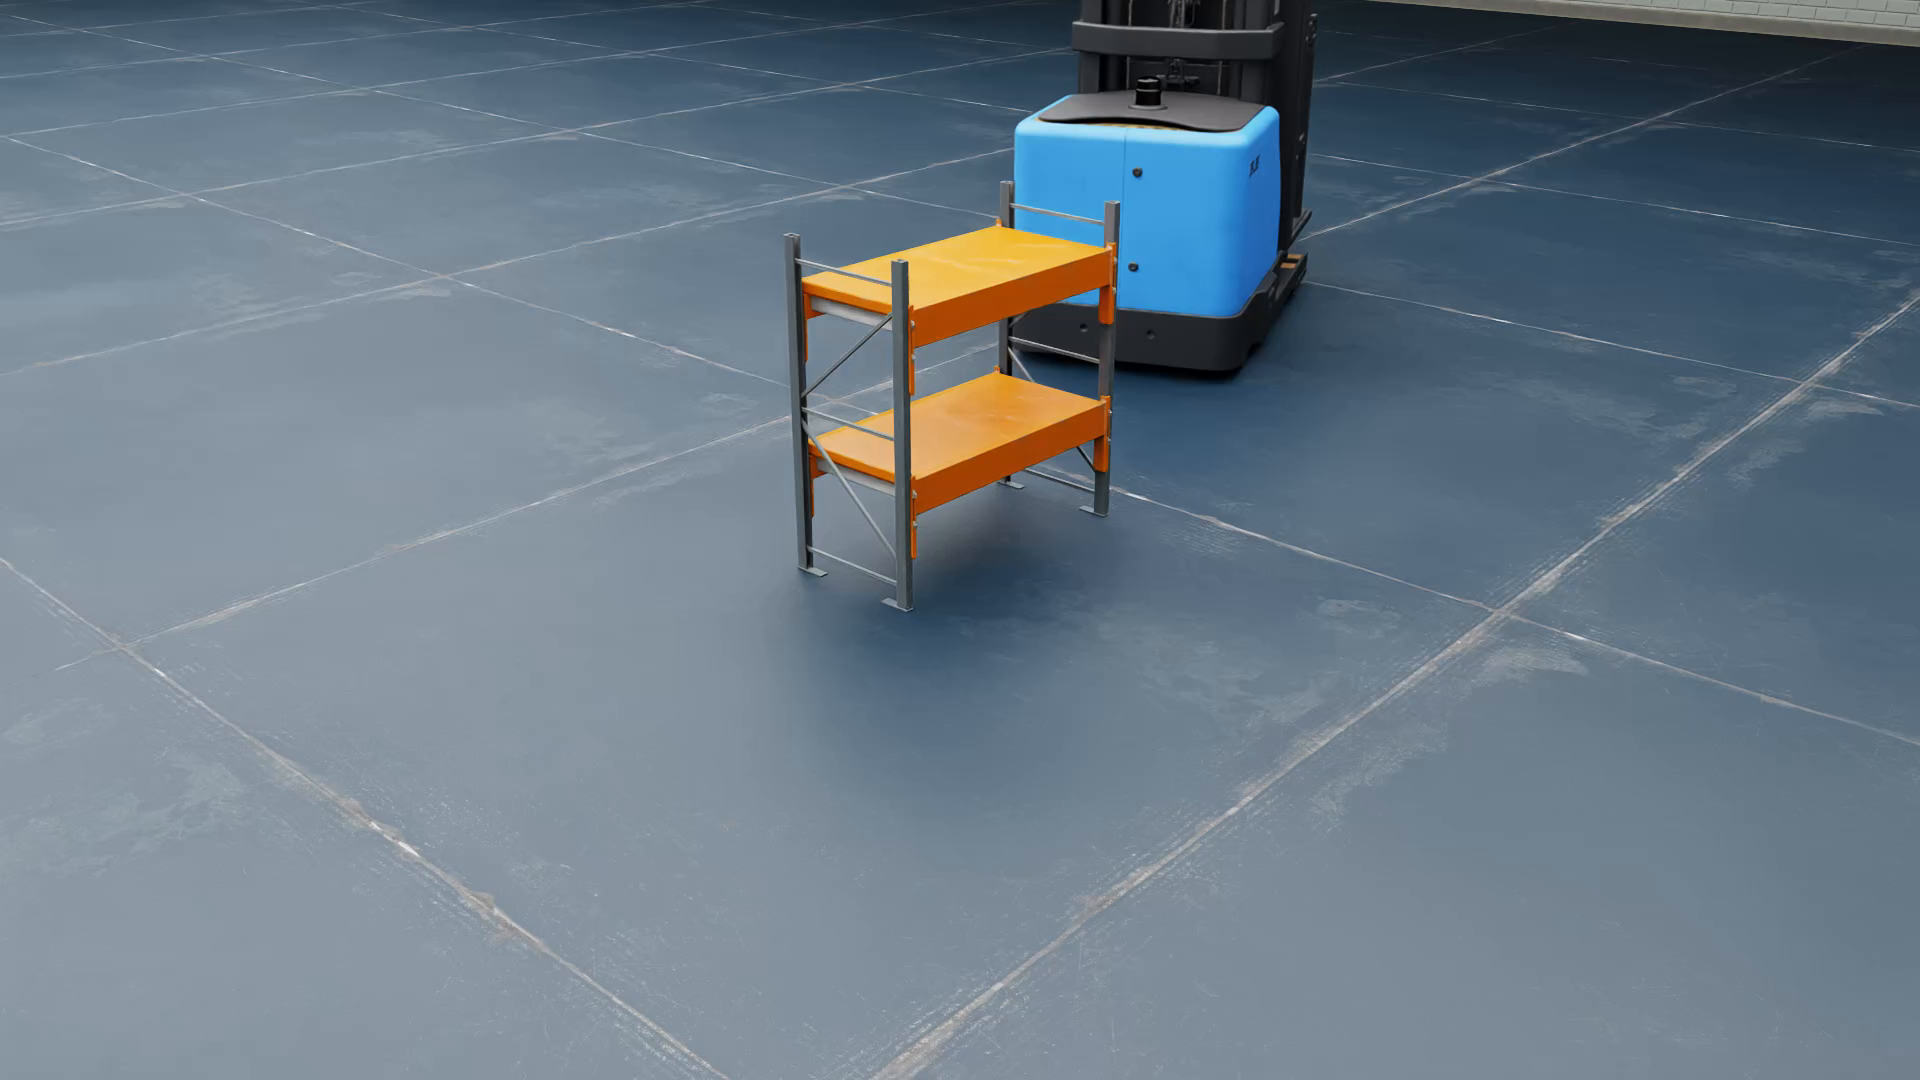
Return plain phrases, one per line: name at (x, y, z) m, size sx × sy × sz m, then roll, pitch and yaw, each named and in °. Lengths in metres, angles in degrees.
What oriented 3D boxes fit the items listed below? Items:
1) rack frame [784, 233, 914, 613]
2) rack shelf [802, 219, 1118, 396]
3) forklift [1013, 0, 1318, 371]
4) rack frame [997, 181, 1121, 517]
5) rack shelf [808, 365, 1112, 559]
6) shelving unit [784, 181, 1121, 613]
rack frame at (-0.344, -0.356, 5.170) m, size 0.500 × 1.125 × 0.032 m, roll 20°, pitch 31°, yaw 38°
rack shelf at (-0.005, -0.778, 5.396) m, size 0.538 × 0.278 × 1.000 m, roll 20°, pitch 31°, yaw 38°
forklift at (1.189, -2.647, 8.070) m, size 1.130 × 2.935 × 3.031 m, roll 8°, pitch 25°, yaw 18°
rack frame at (0.335, -0.666, 5.861) m, size 0.500 × 1.125 × 0.032 m, roll 20°, pitch 31°, yaw 38°
rack shelf at (-0.005, -0.288, 5.615) m, size 0.538 × 0.278 × 1.000 m, roll 20°, pitch 31°, yaw 38°
shelving unit at (-0.005, -0.511, 5.515) m, size 0.538 × 1.125 × 1.048 m, roll 20°, pitch 31°, yaw 38°
